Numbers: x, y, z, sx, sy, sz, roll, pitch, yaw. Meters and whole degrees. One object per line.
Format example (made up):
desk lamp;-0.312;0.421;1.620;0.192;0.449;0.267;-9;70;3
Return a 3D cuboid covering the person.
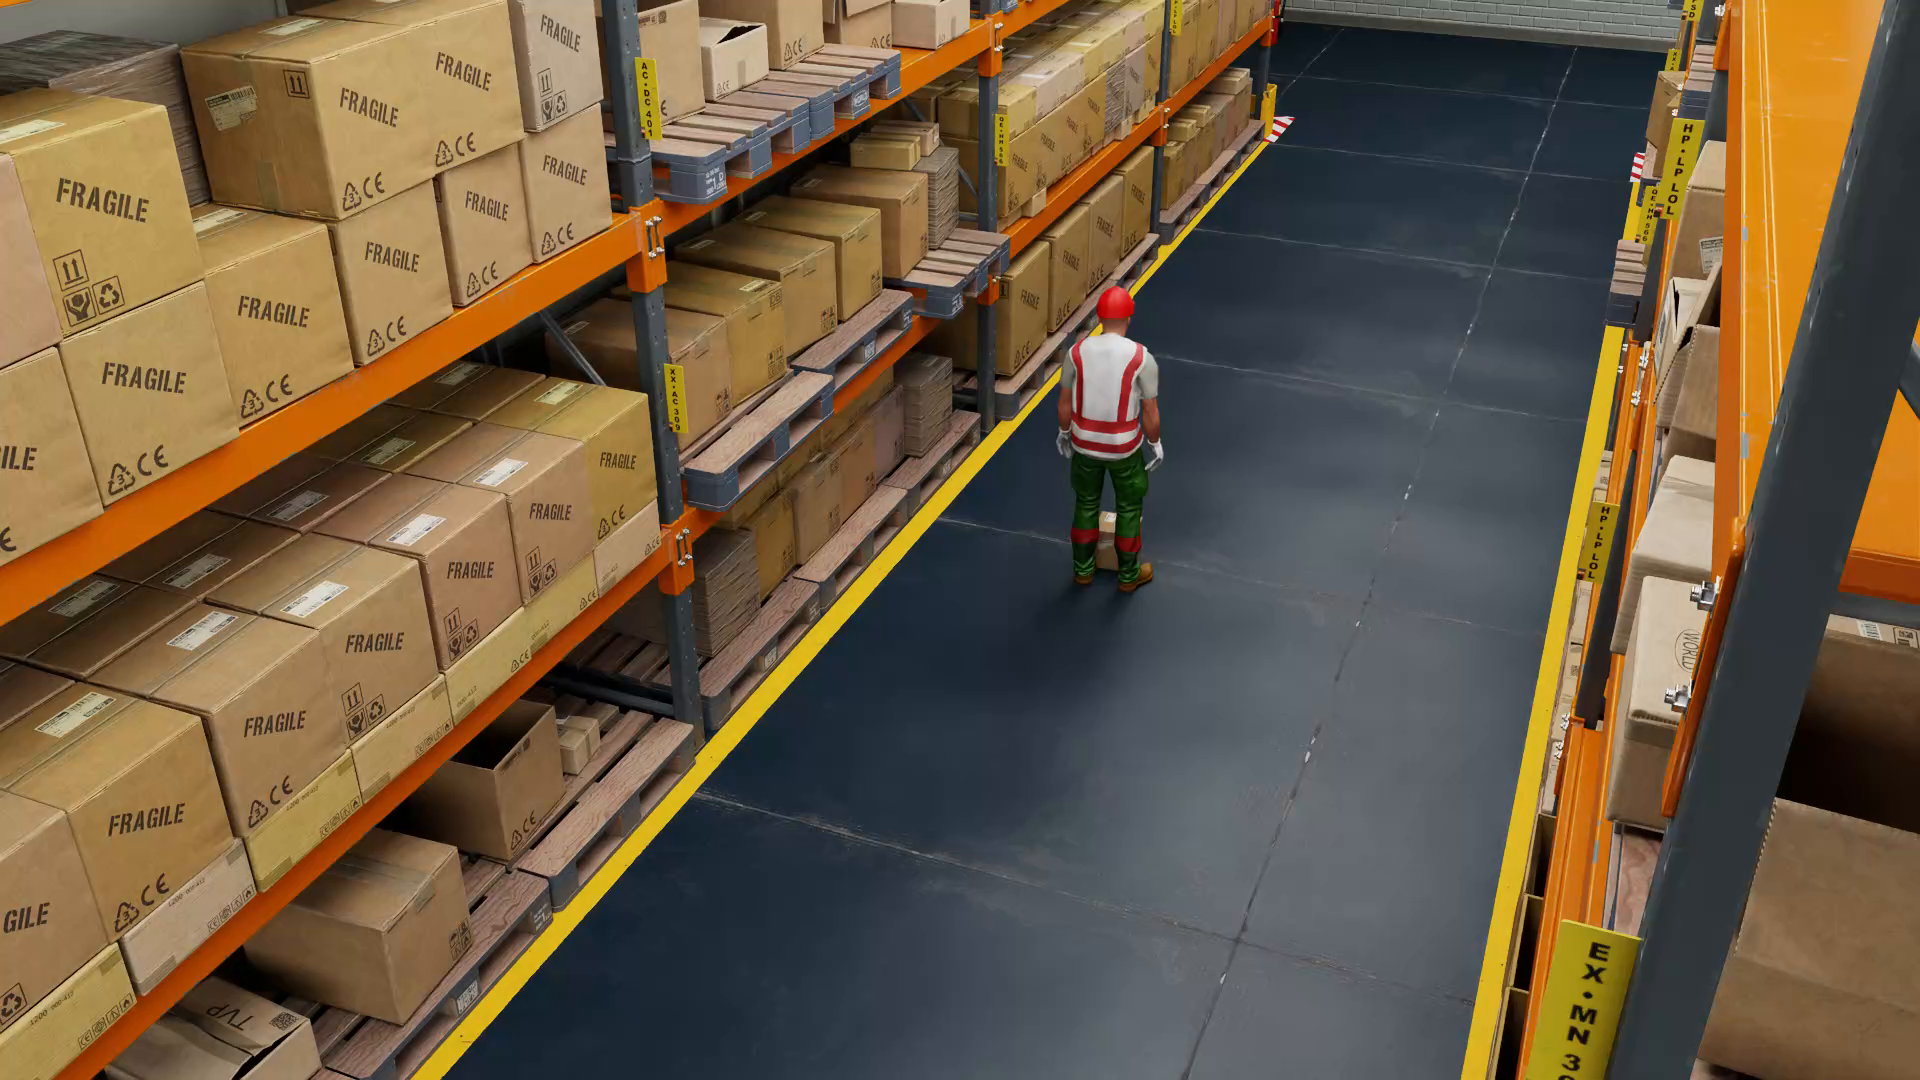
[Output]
person;0.844;-0.555;9.373;0.618;1.779;0.456;11;31;18
